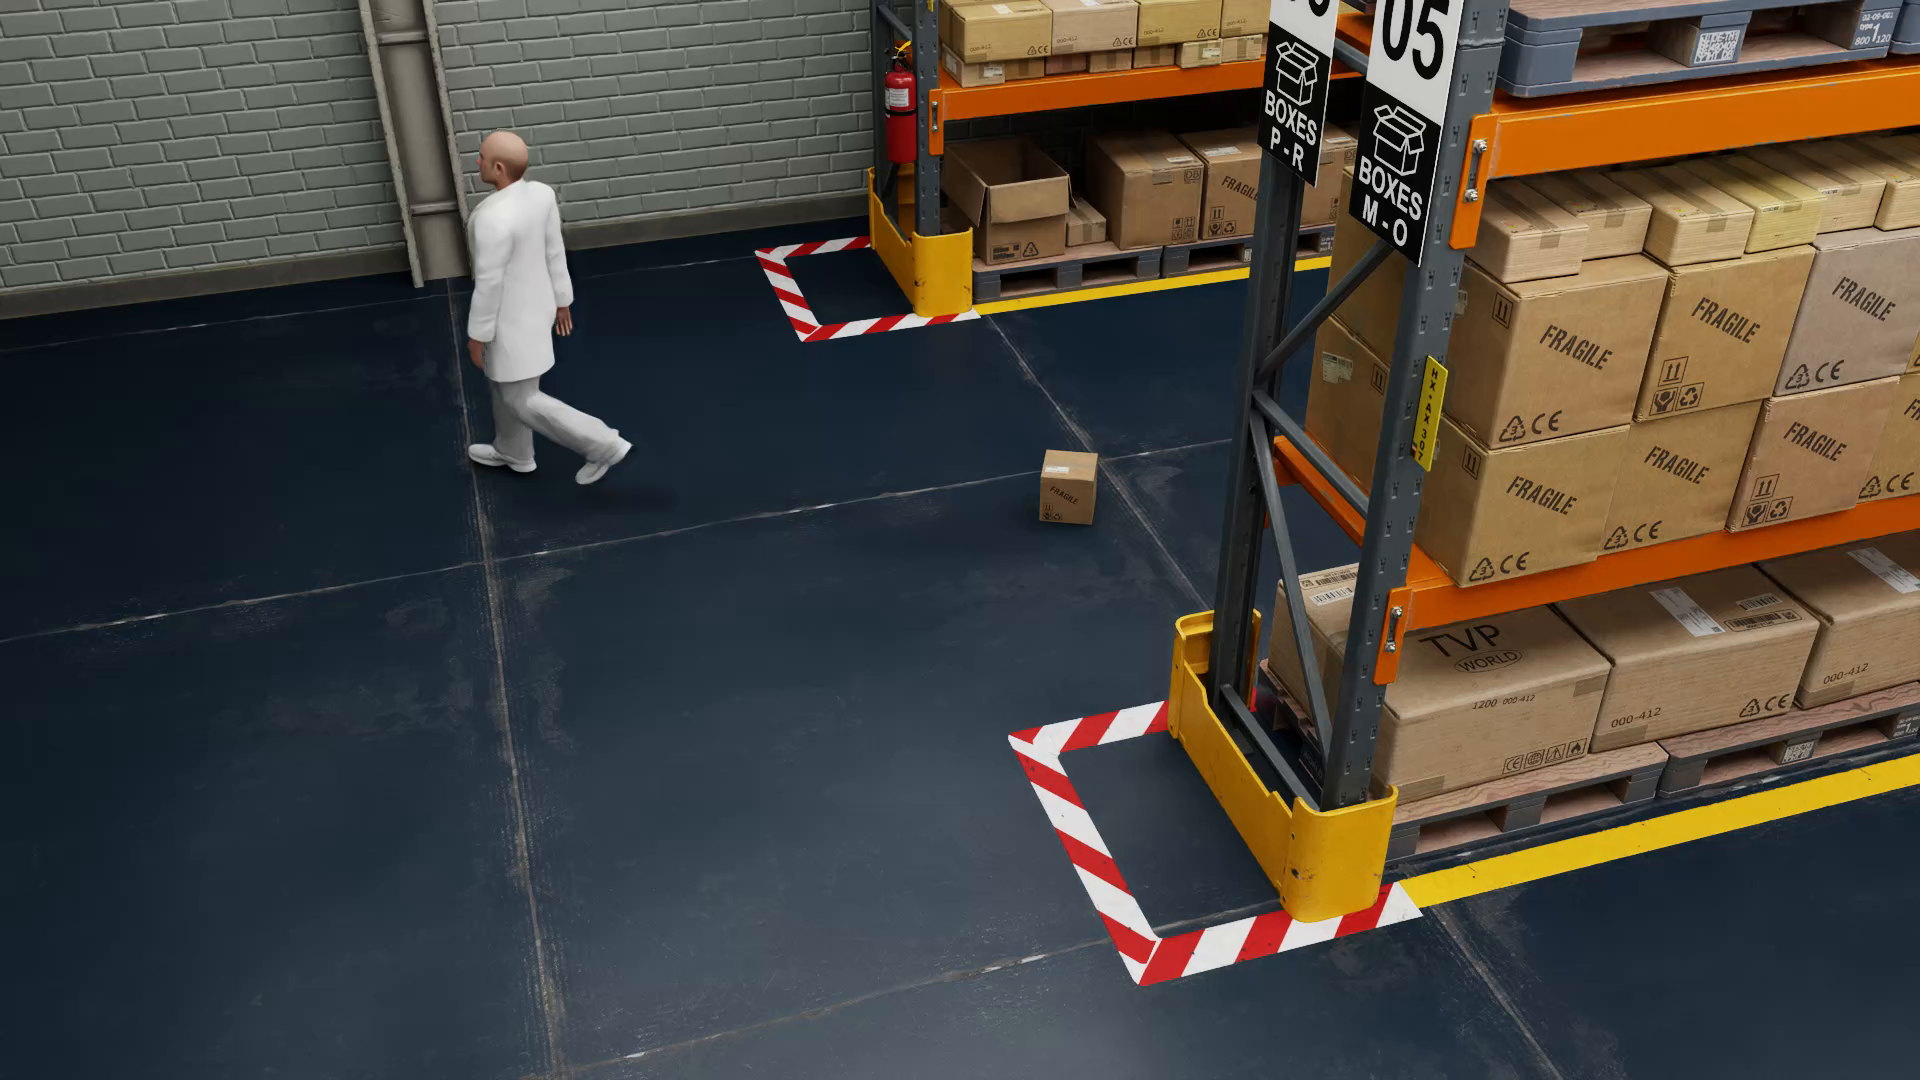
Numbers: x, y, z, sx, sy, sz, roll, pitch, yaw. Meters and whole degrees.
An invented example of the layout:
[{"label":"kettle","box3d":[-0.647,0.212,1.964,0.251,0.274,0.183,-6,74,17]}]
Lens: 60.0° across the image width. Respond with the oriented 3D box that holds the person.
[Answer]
[{"label":"person","box3d":[-2.013,-1.027,7.694,0.959,1.746,0.604,7,34,11]}]
